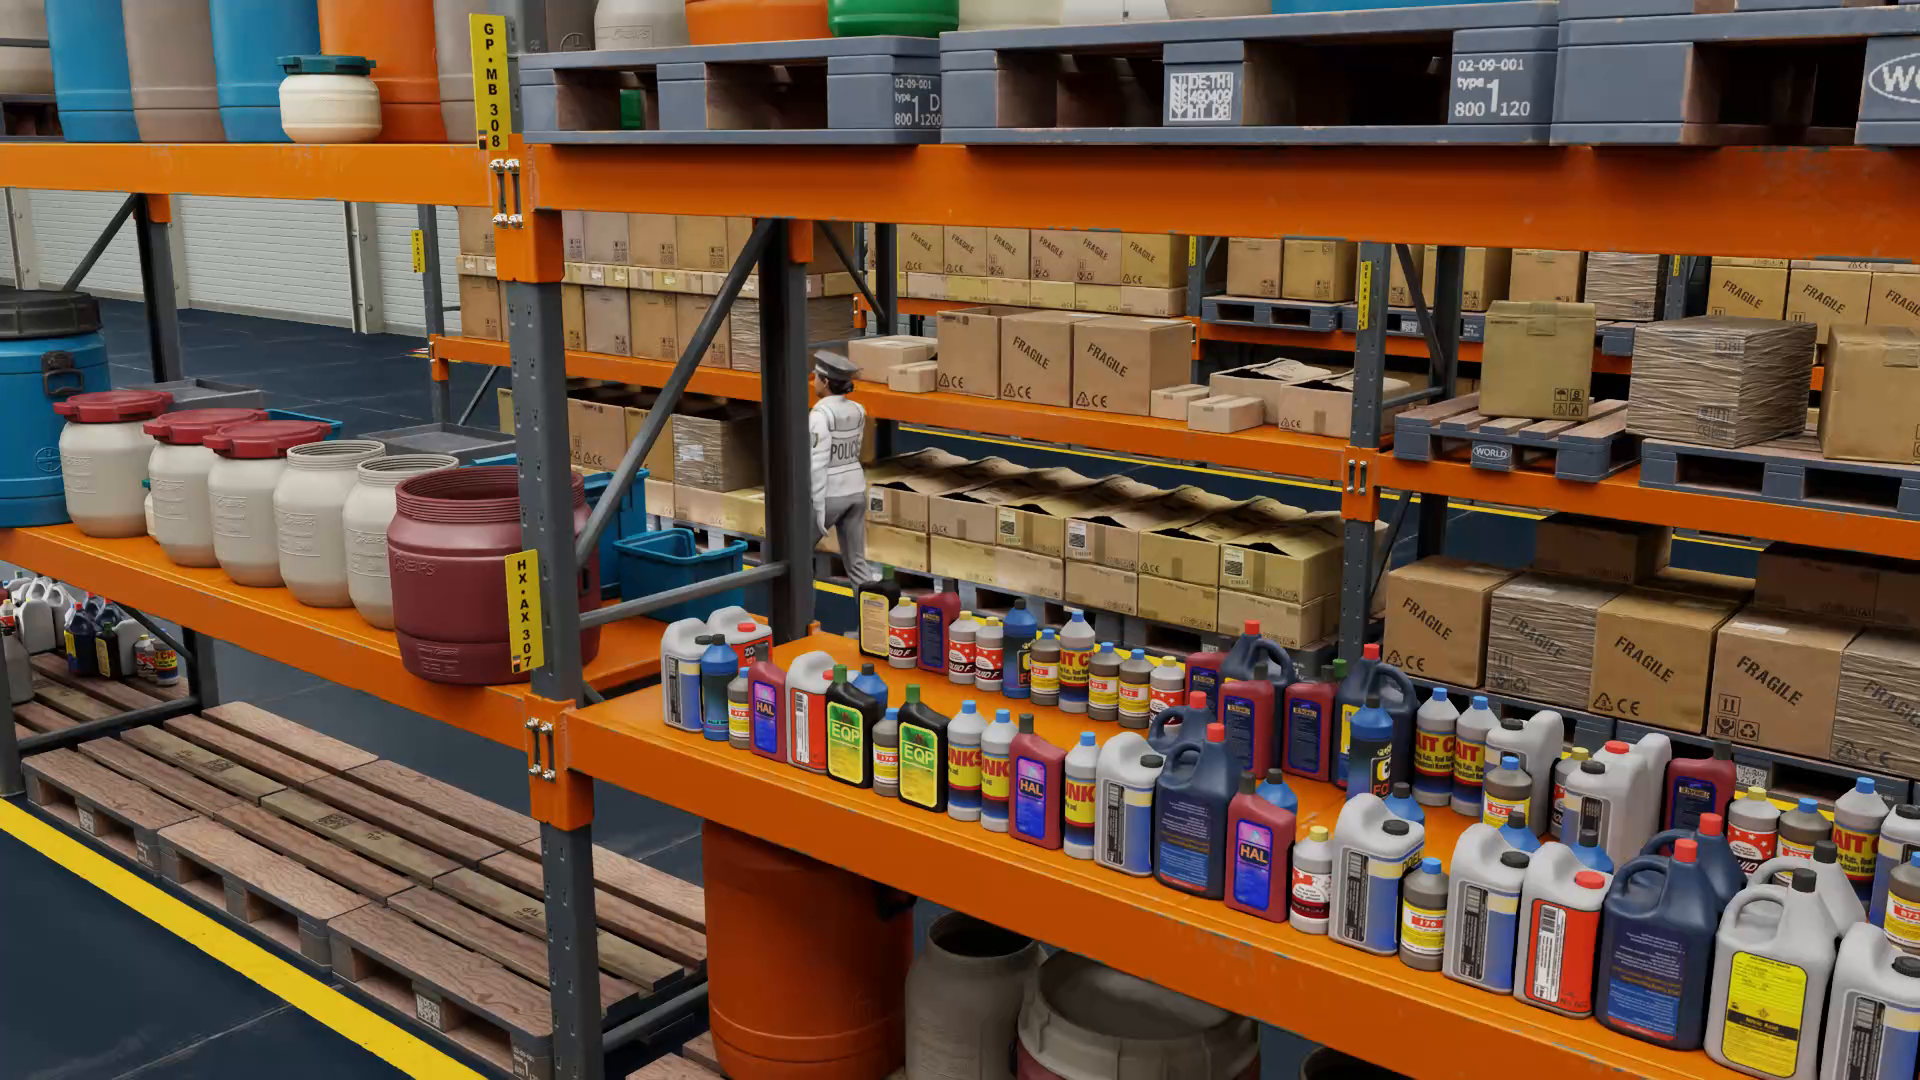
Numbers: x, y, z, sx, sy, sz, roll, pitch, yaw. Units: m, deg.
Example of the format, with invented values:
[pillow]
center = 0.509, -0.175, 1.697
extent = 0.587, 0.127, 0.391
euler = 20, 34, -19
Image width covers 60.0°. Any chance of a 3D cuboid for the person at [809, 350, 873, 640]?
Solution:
[person]
center = -0.747, -0.207, 9.335
extent = 0.724, 1.722, 0.500
euler = 11, 17, 38
